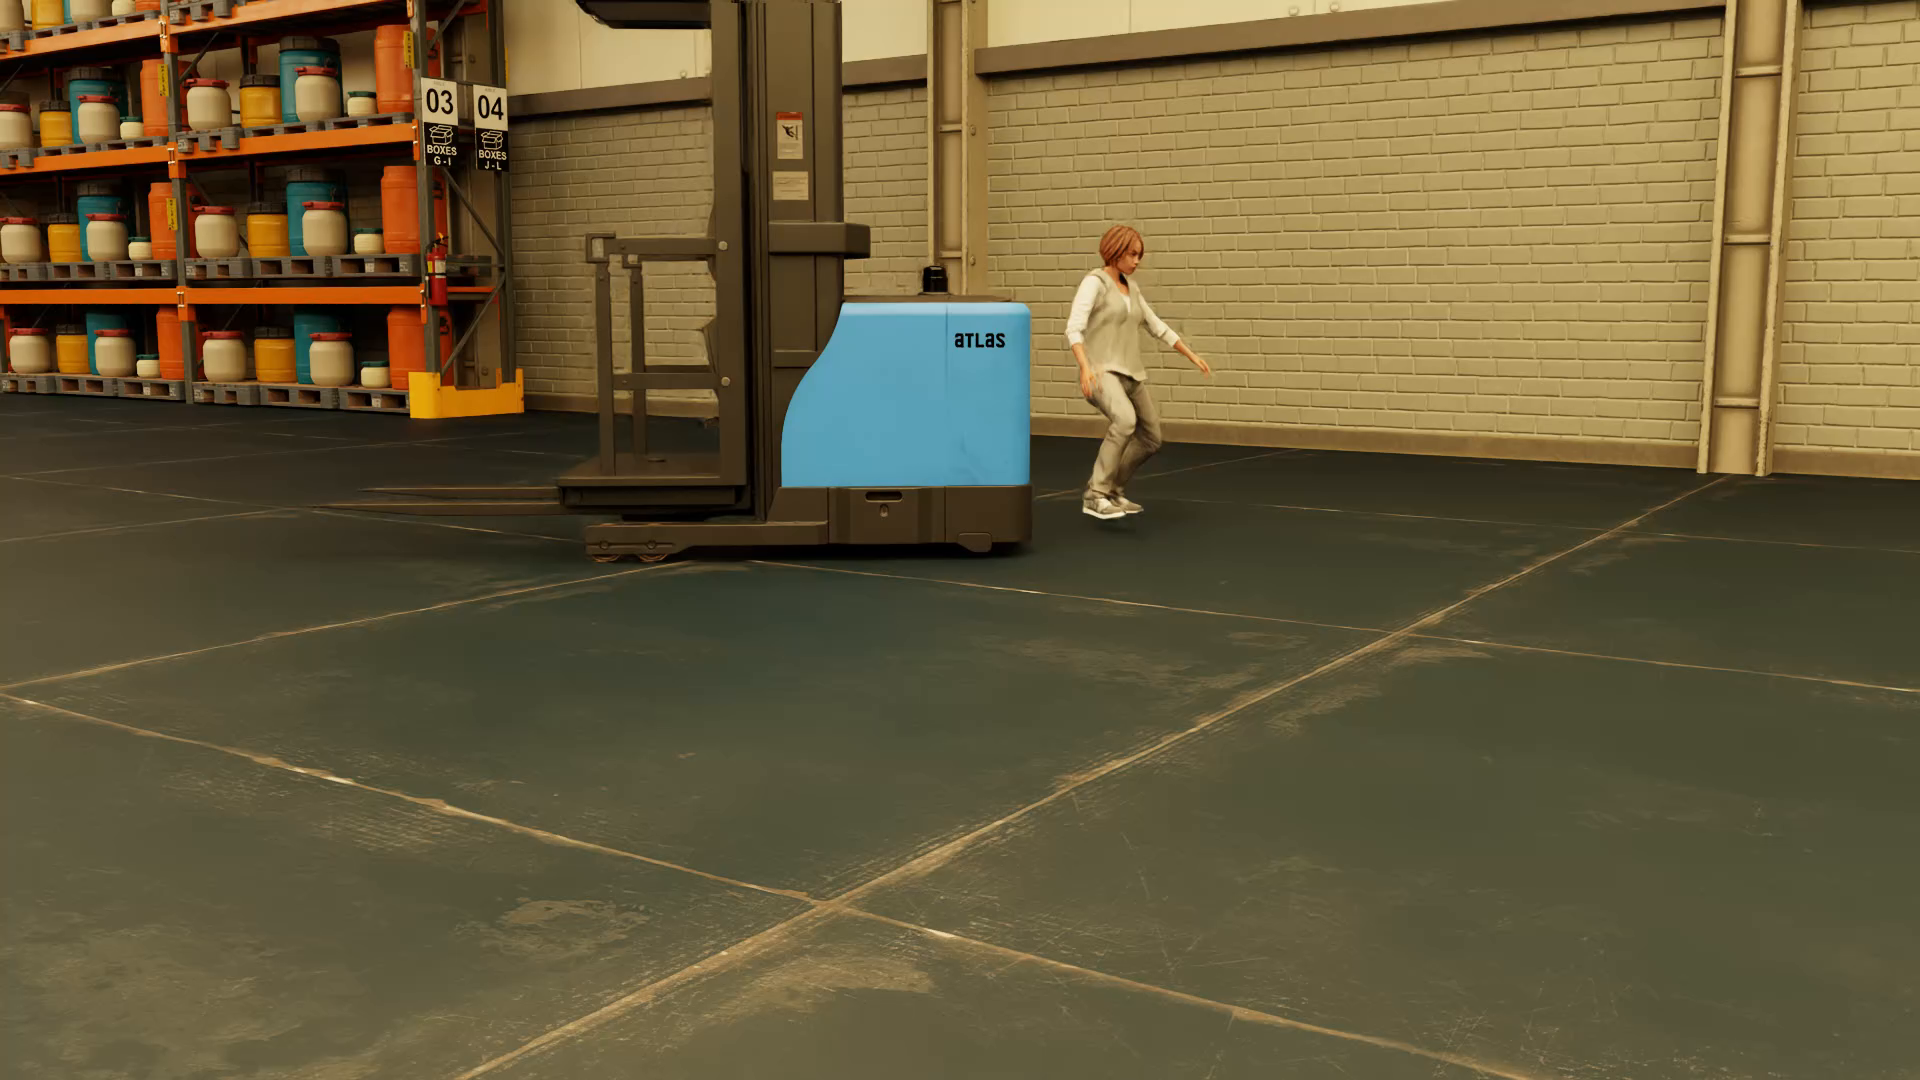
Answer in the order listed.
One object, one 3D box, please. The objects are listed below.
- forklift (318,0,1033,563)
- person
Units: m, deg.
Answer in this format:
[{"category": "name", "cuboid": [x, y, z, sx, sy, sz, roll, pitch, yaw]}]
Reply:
[{"category": "forklift", "cuboid": [-1.225, -1.433, 7.267, 3.031, 2.935, 1.130, 0, 8, -3]}, {"category": "person", "cuboid": [0.810, -0.812, 8.267, 0.822, 1.465, 0.651, -8, 11, -44]}]
